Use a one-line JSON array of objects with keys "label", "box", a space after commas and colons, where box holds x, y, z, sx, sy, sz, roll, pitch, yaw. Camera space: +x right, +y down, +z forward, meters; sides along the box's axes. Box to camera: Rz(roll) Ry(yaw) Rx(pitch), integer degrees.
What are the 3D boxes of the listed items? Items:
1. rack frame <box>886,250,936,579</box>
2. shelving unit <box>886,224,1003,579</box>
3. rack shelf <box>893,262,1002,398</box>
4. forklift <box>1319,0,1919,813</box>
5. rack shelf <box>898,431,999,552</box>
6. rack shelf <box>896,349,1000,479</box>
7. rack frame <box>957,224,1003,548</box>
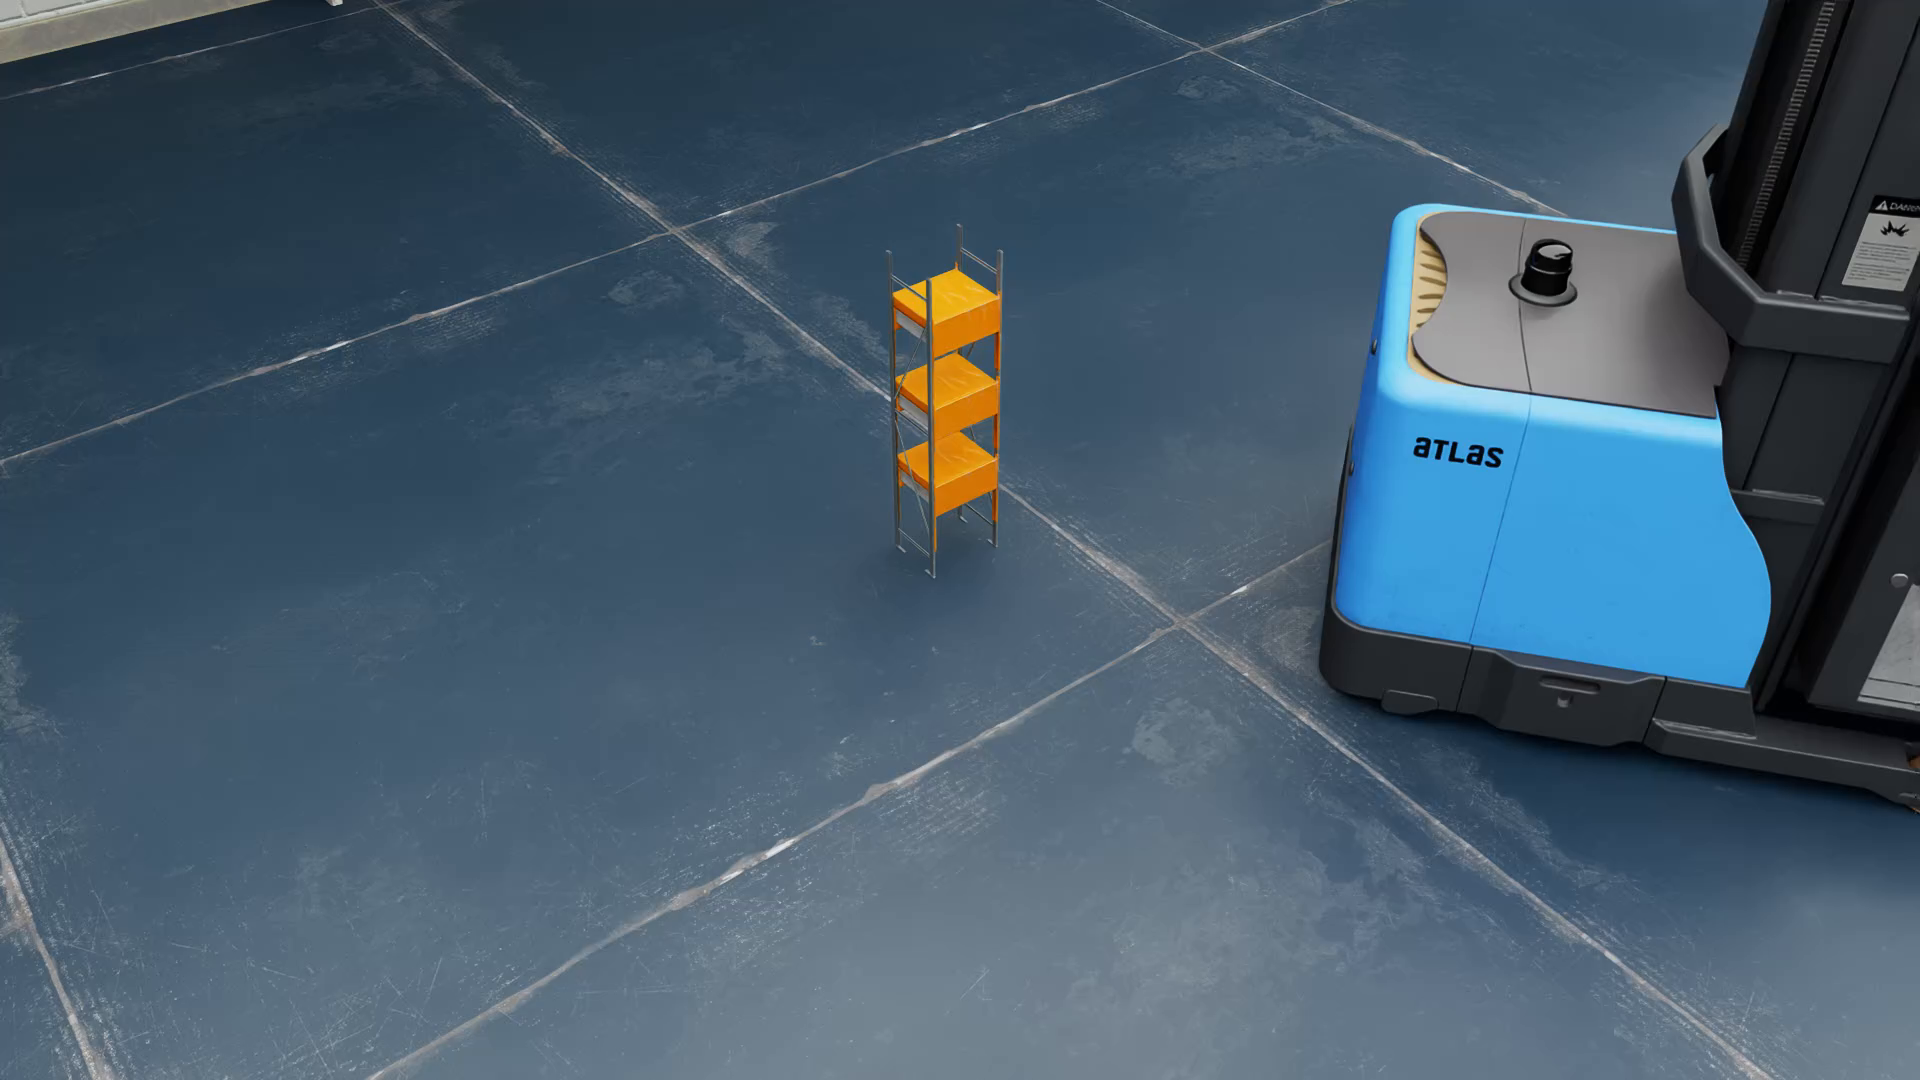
[{"label": "rack frame", "box": [-0.139, -0.338, 4.834, 0.008, 1.050, 0.200, -26, 46, -28]}, {"label": "shelving unit", "box": [-0.042, -0.385, 4.892, 0.252, 1.050, 0.215, -26, 46, -28]}, {"label": "rack shelf", "box": [-0.042, -0.596, 4.719, 0.240, 0.259, 0.215, -26, 46, -28]}, {"label": "forklift", "box": [2.587, -0.754, 3.858, 3.031, 2.935, 1.130, 9, 40, 11]}, {"label": "rack shelf", "box": [-0.042, -0.162, 5.075, 0.240, 0.259, 0.215, -26, 46, -28]}, {"label": "rack shelf", "box": [-0.042, -0.377, 4.899, 0.240, 0.259, 0.215, -26, 46, -28]}, {"label": "rack frame", "box": [0.054, -0.432, 4.949, 0.008, 1.050, 0.200, -26, 46, -28]}]
